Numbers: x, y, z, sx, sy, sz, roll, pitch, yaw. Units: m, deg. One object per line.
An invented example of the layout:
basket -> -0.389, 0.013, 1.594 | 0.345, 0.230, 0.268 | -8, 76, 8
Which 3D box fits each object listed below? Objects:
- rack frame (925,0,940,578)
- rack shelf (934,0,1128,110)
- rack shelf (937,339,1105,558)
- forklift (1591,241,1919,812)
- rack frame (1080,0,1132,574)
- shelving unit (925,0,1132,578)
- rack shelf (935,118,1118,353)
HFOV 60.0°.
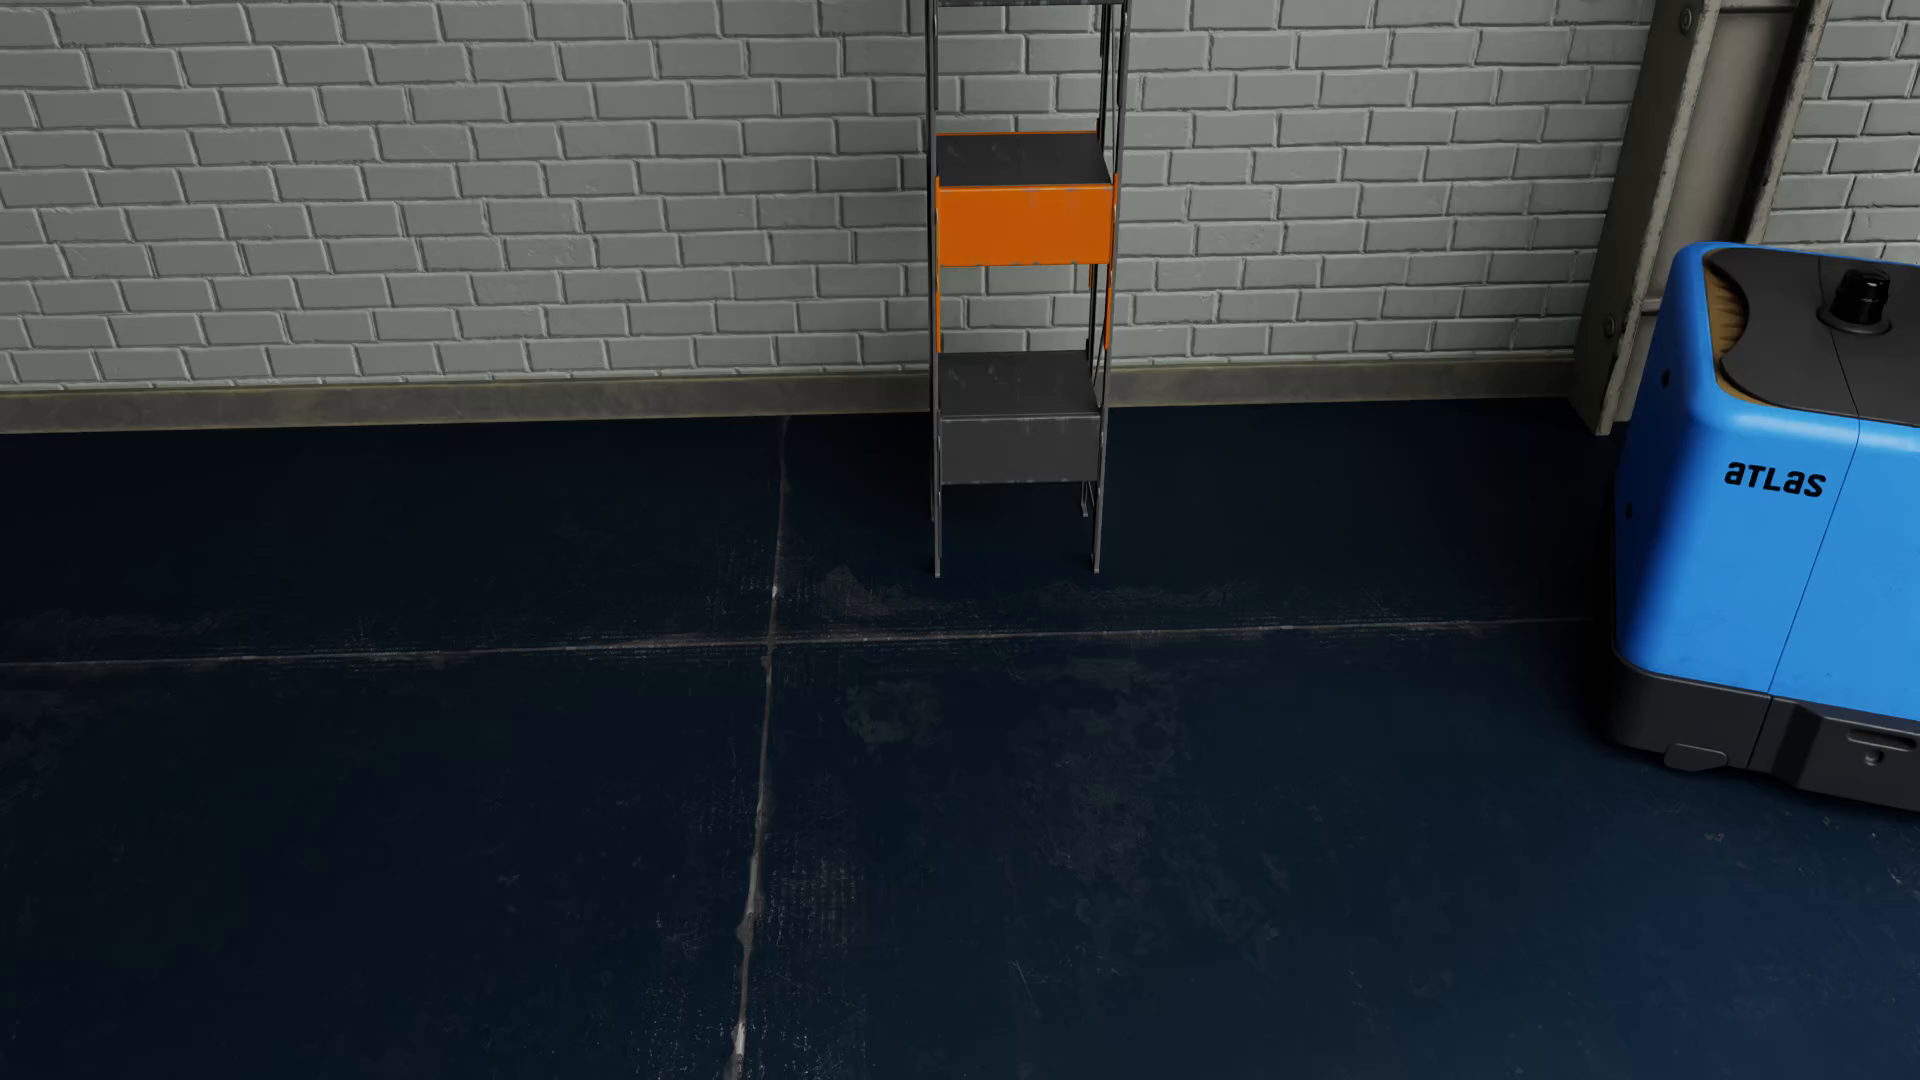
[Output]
rack frame -> -0.078, -0.861, 4.649 | 0.015, 2.100, 0.400 | -2, 35, -2
rack shelf -> 0.165, -1.432, 4.268 | 0.480, 0.518, 0.431 | -2, 35, -2
rack shelf -> 0.165, -0.281, 5.065 | 0.480, 0.518, 0.431 | -2, 35, -2
forklift -> 3.260, -0.644, 3.606 | 3.031, 2.935, 1.130 | 10, 36, 14
rack frame -> 0.409, -0.874, 4.668 | 0.015, 2.100, 0.400 | -2, 35, -2
shelving unit -> 0.165, -0.868, 4.659 | 0.503, 2.100, 0.431 | -2, 35, -2
rack shelf -> 0.165, -0.857, 4.667 | 0.480, 0.518, 0.431 | -2, 35, -2
